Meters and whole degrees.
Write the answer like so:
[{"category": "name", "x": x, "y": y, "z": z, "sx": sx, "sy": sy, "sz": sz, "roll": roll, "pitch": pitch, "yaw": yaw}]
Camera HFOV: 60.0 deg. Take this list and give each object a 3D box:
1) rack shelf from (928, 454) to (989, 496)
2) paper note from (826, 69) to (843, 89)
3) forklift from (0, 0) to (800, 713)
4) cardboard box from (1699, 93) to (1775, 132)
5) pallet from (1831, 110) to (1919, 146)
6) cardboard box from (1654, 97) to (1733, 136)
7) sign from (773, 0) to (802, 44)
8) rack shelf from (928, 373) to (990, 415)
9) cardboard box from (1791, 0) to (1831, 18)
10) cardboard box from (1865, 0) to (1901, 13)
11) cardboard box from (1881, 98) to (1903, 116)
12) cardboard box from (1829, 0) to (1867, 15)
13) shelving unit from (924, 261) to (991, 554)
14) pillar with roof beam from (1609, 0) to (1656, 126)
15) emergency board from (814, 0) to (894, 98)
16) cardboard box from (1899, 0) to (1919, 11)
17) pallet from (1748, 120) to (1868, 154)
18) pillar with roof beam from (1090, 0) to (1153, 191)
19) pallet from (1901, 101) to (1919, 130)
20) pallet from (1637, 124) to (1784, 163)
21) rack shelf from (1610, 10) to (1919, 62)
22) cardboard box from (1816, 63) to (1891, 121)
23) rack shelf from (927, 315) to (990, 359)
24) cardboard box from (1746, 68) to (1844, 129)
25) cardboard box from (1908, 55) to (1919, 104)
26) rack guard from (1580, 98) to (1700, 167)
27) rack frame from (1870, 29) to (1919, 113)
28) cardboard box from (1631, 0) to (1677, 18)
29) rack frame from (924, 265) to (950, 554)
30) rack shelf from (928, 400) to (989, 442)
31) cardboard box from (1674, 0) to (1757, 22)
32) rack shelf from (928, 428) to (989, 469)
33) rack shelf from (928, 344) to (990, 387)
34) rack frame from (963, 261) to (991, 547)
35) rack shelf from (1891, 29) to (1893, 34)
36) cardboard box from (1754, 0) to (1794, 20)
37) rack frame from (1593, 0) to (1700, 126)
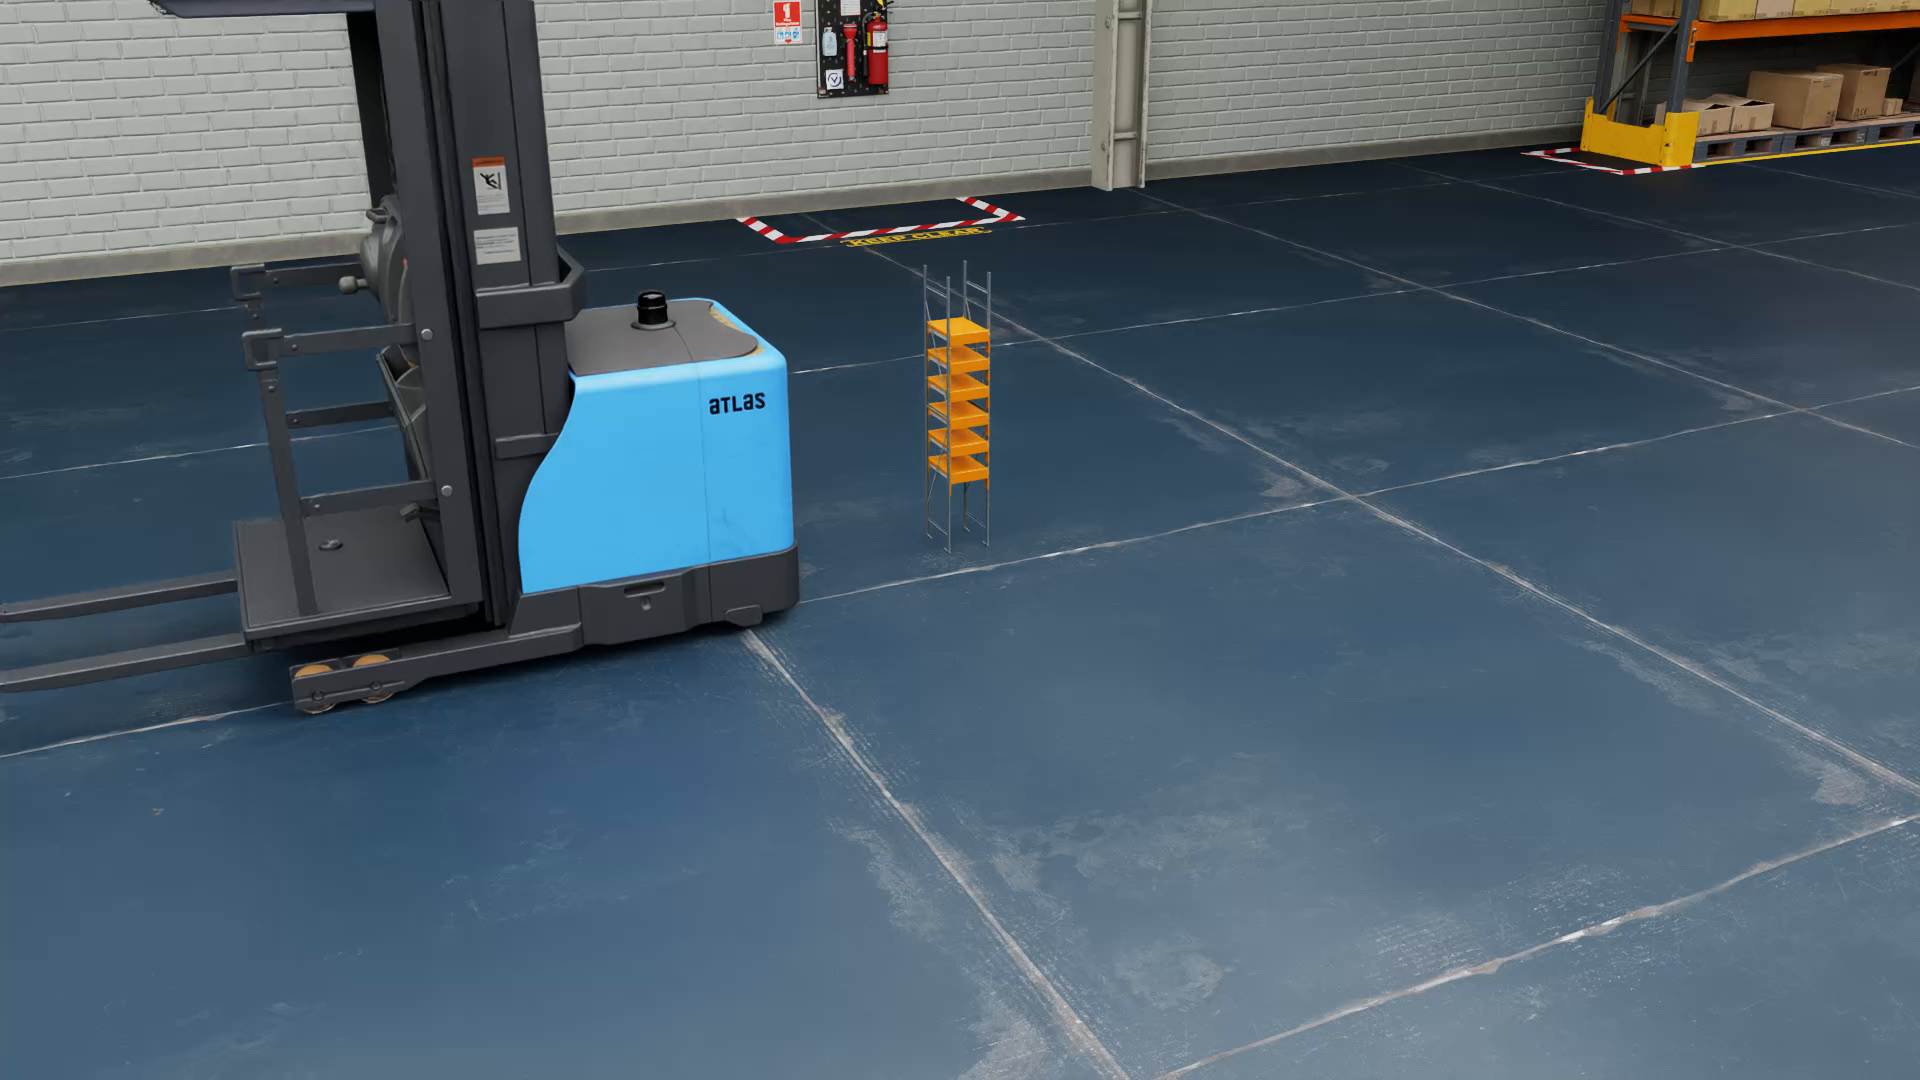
[{"category": "rack shelf", "x": -0.013, "y": -0.289, "z": 7.124, "sx": 0.180, "sy": 0.103, "sz": 0.258, "roll": -10, "pitch": 25, "yaw": -24}, {"category": "paper note", "x": -1.020, "y": -3.752, "z": 13.545, "sx": 0.142, "sy": 0.148, "sz": 0.016, "roll": -10, "pitch": 25, "yaw": -24}, {"category": "forklift", "x": -2.189, "y": -0.980, "z": 5.786, "sx": 3.031, "sy": 2.935, "sz": 1.130, "roll": -10, "pitch": 24, "yaw": -22}, {"category": "cardboard box", "x": 7.739, "y": -4.282, "z": 16.613, "sx": 0.500, "sy": 0.311, "sz": 0.500, "roll": -8, "pitch": 24, "yaw": -19}, {"category": "pallet", "x": 9.578, "y": -4.394, "z": 17.590, "sx": 1.213, "sy": 0.211, "sz": 1.003, "roll": -10, "pitch": 25, "yaw": -24}, {"category": "cardboard box", "x": 7.226, "y": -4.187, "z": 16.384, "sx": 0.500, "sy": 0.311, "sz": 0.500, "roll": -14, "pitch": 26, "yaw": -30}, {"category": "sign", "x": -1.374, "y": -4.125, "z": 13.247, "sx": 0.234, "sy": 0.329, "sz": 0.001, "roll": -10, "pitch": 25, "yaw": -24}, {"category": "rack shelf", "x": -0.013, "y": -0.622, "z": 6.986, "sx": 0.180, "sy": 0.103, "sz": 0.258, "roll": -10, "pitch": 25, "yaw": -24}, {"category": "cardboard box", "x": 8.064, "y": -5.228, "z": 16.127, "sx": 0.500, "sy": 0.250, "sz": 0.500, "roll": -11, "pitch": 25, "yaw": -24}, {"category": "cardboard box", "x": 8.973, "y": -5.395, "z": 16.530, "sx": 0.500, "sy": 0.250, "sz": 0.500, "roll": -11, "pitch": 25, "yaw": -24}, {"category": "cardboard box", "x": 9.698, "y": -4.601, "z": 17.573, "sx": 0.250, "sy": 0.166, "sz": 0.380, "roll": -14, "pitch": 26, "yaw": -30}, {"category": "cardboard box", "x": 8.520, "y": -5.311, "z": 16.328, "sx": 0.500, "sy": 0.250, "sz": 0.500, "roll": -10, "pitch": 25, "yaw": -23}, {"category": "shelving unit", "x": -0.013, "y": -0.552, "z": 7.015, "sx": 0.189, "sy": 1.200, "sz": 0.258, "roll": -10, "pitch": 25, "yaw": -24}, {"category": "pillar with roof beam", "x": 8.686, "y": -6.845, "z": 12.021, "sx": 0.400, "sy": 9.000, "sz": 9.100, "roll": -10, "pitch": 25, "yaw": -24}, {"category": "emergency board", "x": -0.831, "y": -4.165, "z": 13.390, "sx": 0.643, "sy": 1.169, "sz": 0.194, "roll": -10, "pitch": 25, "yaw": -24}, {"category": "cardboard box", "x": 9.420, "y": -5.483, "z": 16.745, "sx": 0.500, "sy": 0.250, "sz": 0.500, "roll": -10, "pitch": 25, "yaw": -23}, {"category": "pallet", "x": 8.477, "y": -4.190, "z": 17.097, "sx": 1.213, "sy": 0.211, "sz": 1.003, "roll": -10, "pitch": 25, "yaw": -24}, {"category": "pillar with roof beam", "x": 3.280, "y": -5.850, "z": 9.617, "sx": 0.400, "sy": 9.000, "sz": 9.100, "roll": -10, "pitch": 25, "yaw": -24}, {"category": "pallet", "x": 10.868, "y": -4.647, "z": 18.201, "sx": 1.213, "sy": 0.211, "sz": 1.003, "roll": -10, "pitch": 25, "yaw": -24}, {"category": "pallet", "x": 7.379, "y": -3.989, "z": 16.612, "sx": 1.213, "sy": 0.211, "sz": 1.003, "roll": -10, "pitch": 25, "yaw": -24}, {"category": "rack shelf", "x": 8.365, "y": -5.142, "z": 16.691, "sx": 4.000, "sy": 0.370, "sz": 1.077, "roll": -10, "pitch": 25, "yaw": -24}, {"category": "cardboard box", "x": 9.250, "y": -4.669, "z": 17.299, "sx": 0.500, "sy": 0.500, "sz": 0.500, "roll": -12, "pitch": 26, "yaw": -28}, {"category": "rack shelf", "x": -0.013, "y": -0.844, "z": 6.894, "sx": 0.180, "sy": 0.103, "sz": 0.258, "roll": -10, "pitch": 25, "yaw": -24}, {"category": "cardboard box", "x": 8.422, "y": -4.474, "z": 16.829, "sx": 0.500, "sy": 0.500, "sz": 0.700, "roll": -12, "pitch": 25, "yaw": -27}, {"category": "cardboard box", "x": 10.824, "y": -4.982, "z": 18.058, "sx": 0.500, "sy": 0.500, "sz": 0.700, "roll": -10, "pitch": 24, "yaw": -22}, {"category": "rack guard", "x": 6.632, "y": -4.000, "z": 16.260, "sx": 0.348, "sy": 0.500, "sz": 1.175, "roll": -10, "pitch": 25, "yaw": -24}, {"category": "rack frame", "x": 10.168, "y": -5.806, "z": 17.355, "sx": 0.127, "sy": 3.000, "sz": 1.000, "roll": -10, "pitch": 25, "yaw": -24}, {"category": "cardboard box", "x": 6.900, "y": -5.227, "z": 16.125, "sx": 0.500, "sy": 0.250, "sz": 0.500, "roll": -10, "pitch": 25, "yaw": -23}, {"category": "rack frame", "x": -0.095, "y": -0.537, "z": 6.978, "sx": 0.006, "sy": 1.200, "sz": 0.240, "roll": -10, "pitch": 25, "yaw": -24}, {"category": "rack shelf", "x": -0.013, "y": -0.511, "z": 7.032, "sx": 0.180, "sy": 0.103, "sz": 0.258, "roll": -10, "pitch": 25, "yaw": -24}, {"category": "cardboard box", "x": 7.141, "y": -5.054, "z": 15.708, "sx": 0.500, "sy": 0.250, "sz": 0.500, "roll": -11, "pitch": 25, "yaw": -25}, {"category": "rack shelf", "x": -0.013, "y": -0.400, "z": 7.078, "sx": 0.180, "sy": 0.103, "sz": 0.258, "roll": -10, "pitch": 25, "yaw": -24}, {"category": "rack shelf", "x": -0.013, "y": -0.733, "z": 6.940, "sx": 0.180, "sy": 0.103, "sz": 0.258, "roll": -10, "pitch": 25, "yaw": -24}, {"category": "rack frame", "x": 0.069, "y": -0.567, "z": 7.051, "sx": 0.006, "sy": 1.200, "sz": 0.240, "roll": -10, "pitch": 25, "yaw": -24}, {"category": "rack shelf", "x": 11.970, "y": -5.806, "z": 18.294, "sx": 4.000, "sy": 0.370, "sz": 1.077, "roll": -10, "pitch": 25, "yaw": -24}, {"category": "cardboard box", "x": 7.602, "y": -5.145, "z": 15.928, "sx": 0.500, "sy": 0.250, "sz": 0.500, "roll": -11, "pitch": 25, "yaw": -25}, {"category": "rack frame", "x": 6.563, "y": -5.143, "z": 15.752, "sx": 0.127, "sy": 3.000, "sz": 1.000, "roll": -10, "pitch": 25, "yaw": -24}]
